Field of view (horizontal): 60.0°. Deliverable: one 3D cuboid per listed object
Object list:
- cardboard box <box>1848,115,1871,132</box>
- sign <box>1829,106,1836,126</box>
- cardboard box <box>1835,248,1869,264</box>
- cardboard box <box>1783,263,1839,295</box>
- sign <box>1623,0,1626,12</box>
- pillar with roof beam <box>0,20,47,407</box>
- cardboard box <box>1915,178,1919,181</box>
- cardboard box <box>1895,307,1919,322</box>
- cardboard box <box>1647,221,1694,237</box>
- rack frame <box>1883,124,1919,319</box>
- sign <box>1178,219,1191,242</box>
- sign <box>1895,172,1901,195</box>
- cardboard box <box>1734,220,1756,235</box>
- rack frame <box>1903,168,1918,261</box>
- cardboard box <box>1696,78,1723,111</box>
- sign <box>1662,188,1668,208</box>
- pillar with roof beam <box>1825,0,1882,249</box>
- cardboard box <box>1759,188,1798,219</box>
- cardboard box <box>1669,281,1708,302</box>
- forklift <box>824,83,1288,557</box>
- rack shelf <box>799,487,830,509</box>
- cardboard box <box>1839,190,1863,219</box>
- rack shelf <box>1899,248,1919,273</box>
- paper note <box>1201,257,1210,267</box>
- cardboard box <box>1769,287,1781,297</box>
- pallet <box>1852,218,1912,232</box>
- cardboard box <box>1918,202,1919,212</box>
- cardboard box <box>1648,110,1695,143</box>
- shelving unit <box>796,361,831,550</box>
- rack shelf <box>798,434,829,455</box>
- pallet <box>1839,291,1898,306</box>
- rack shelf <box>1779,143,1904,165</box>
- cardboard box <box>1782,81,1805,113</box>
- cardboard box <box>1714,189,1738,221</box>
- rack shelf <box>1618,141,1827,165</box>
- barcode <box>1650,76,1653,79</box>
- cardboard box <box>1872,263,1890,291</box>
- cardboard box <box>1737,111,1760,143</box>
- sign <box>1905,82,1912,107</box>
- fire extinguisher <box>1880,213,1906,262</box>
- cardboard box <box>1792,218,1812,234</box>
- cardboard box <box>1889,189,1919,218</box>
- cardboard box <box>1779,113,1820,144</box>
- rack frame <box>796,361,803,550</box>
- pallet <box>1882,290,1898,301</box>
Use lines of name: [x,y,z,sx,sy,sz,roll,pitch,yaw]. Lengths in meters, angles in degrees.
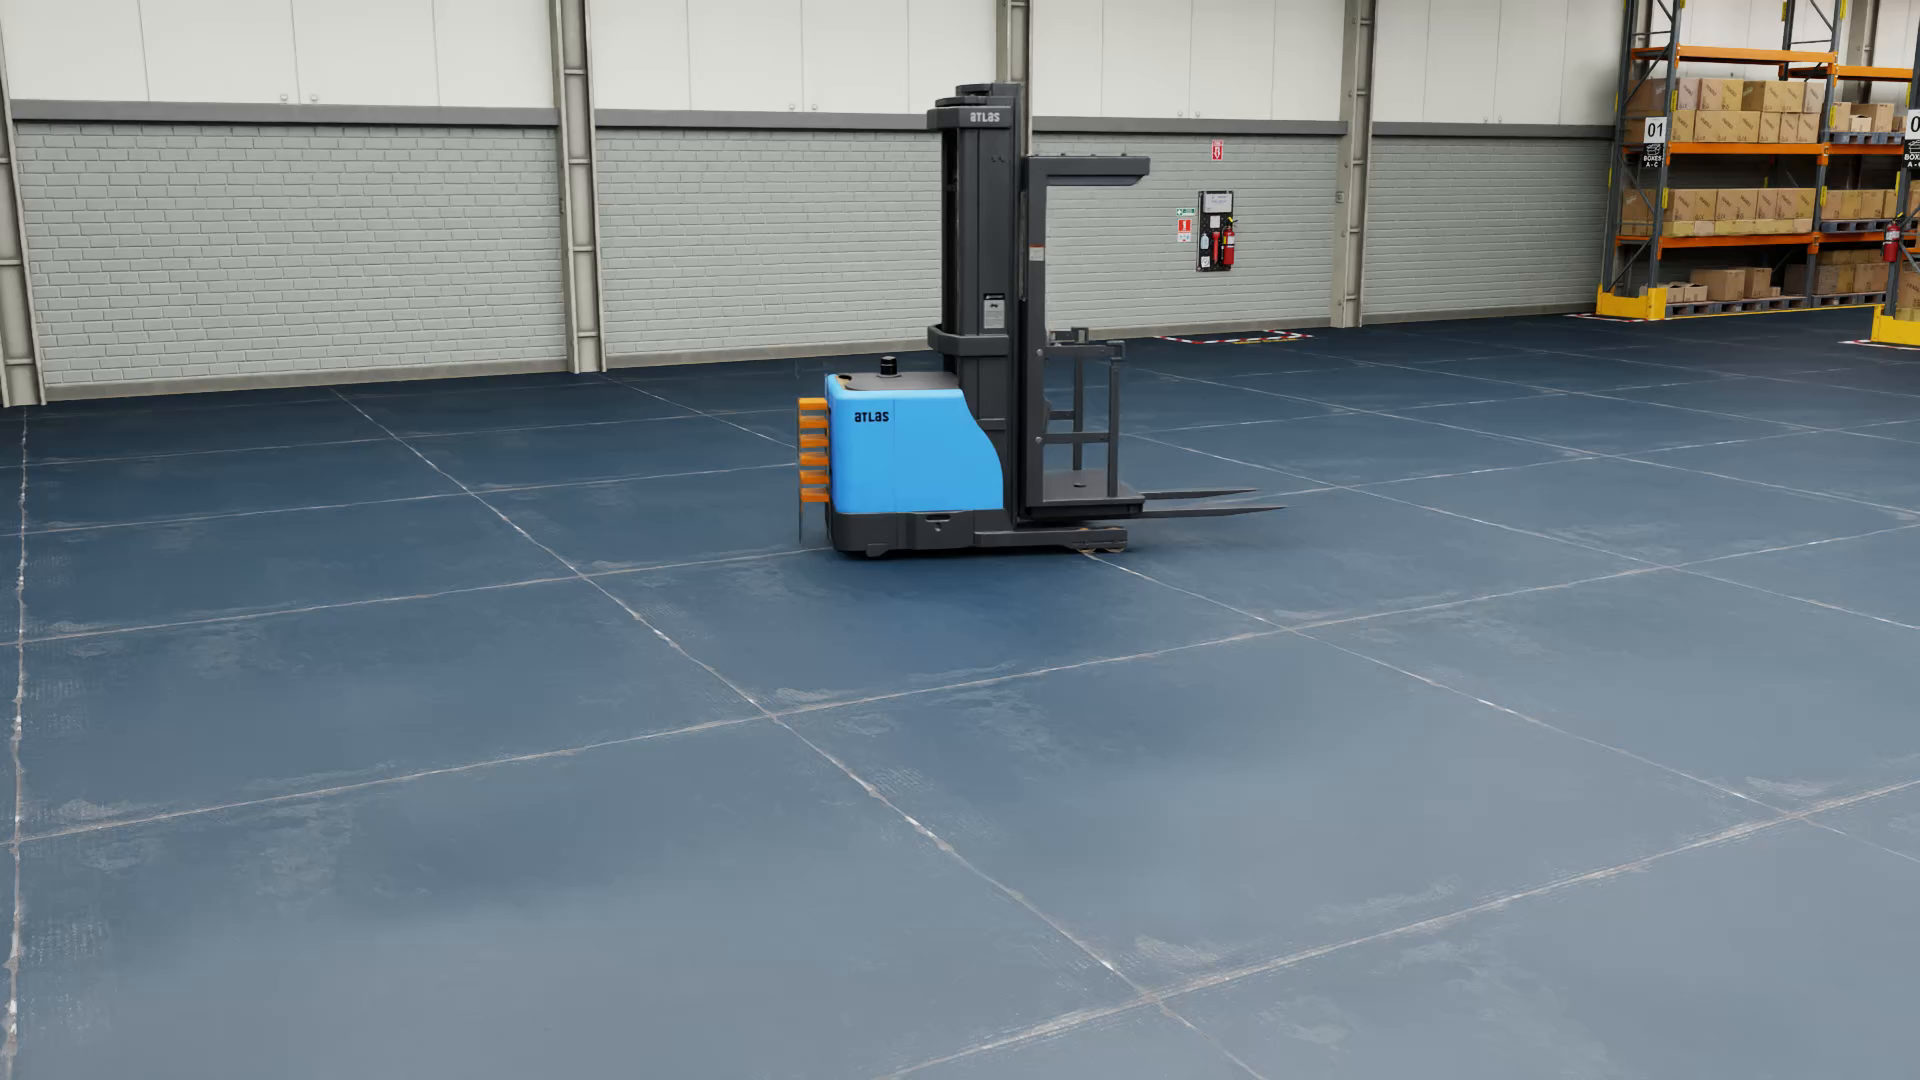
cardboard box: [15.629,-7.326,29.244,0.500,0.311,0.500,-6,14,-26]
sign: [14.837,-7.206,28.287,0.005,0.325,0.100,-7,14,-28]
cardboard box: [16.048,-5.138,30.092,0.500,0.250,0.500,-7,15,-29]
cardboard box: [15.208,-4.670,29.719,0.500,0.500,0.700,-6,14,-26]
sign: [10.811,-8.742,26.971,0.005,0.325,0.100,-7,14,-28]
pillar with roof beam: [-7.744,-4.986,12.768,0.400,9.000,9.100,-7,14,-28]
cardboard box: [18.355,-6.682,31.310,0.500,0.250,0.500,-6,14,-26]
cardboard box: [13.765,-3.196,23.784,0.500,0.250,0.500,-7,14,-28]
cardboard box: [11.640,-5.100,27.235,0.500,0.250,0.500,-7,15,-29]
rack frame: [13.436,-4.219,23.024,0.127,3.000,1.000,-7,14,-28]
sign: [3.271,-4.509,24.231,0.234,0.329,0.001,-7,14,-28]
sign: [13.188,-5.006,23.342,0.005,0.325,0.100,-7,14,-28]
cardboard box: [12.984,-5.263,27.957,0.500,0.250,0.500,-7,14,-27]
rack frame: [18.081,-6.015,31.004,0.127,3.000,1.000,-7,14,-28]
cardboard box: [11.978,-7.220,26.976,0.500,0.500,0.500,-7,14,-29]
sign: [11.320,-5.491,26.705,0.005,0.325,0.100,-7,14,-28]
pillar with roof beam: [18.589,-8.142,26.792,0.400,9.000,9.100,-7,14,-28]
cardboard box: [13.868,-5.734,28.342,0.500,0.500,0.500,-7,14,-28]
cardboard box: [12.210,-4.192,28.024,0.500,0.311,0.500,-6,14,-23]
forklift: [0.639,-1.453,10.888,3.031,2.935,1.130,-2,13,-9]
rack shelf: [-0.955,-0.273,10.886,0.180,0.103,0.258,-2,13,-9]
cardboard box: [15.527,-5.962,29.539,0.500,0.500,0.700,-5,14,-22]
rack shelf: [15.192,-4.078,24.038,4.000,0.370,1.077,-7,14,-28]
paper note: [3.617,-4.095,24.478,0.142,0.148,0.016,-7,14,-28]
cardboard box: [14.115,-4.364,29.121,0.250,0.166,0.380,-9,16,-35]
pallet: [16.363,-5.705,30.065,1.213,0.211,1.003,-7,14,-28]
cardboard box: [13.680,-4.661,23.284,0.250,0.149,0.380,-7,15,-29]
cardboard box: [11.473,-6.682,26.864,0.500,0.500,0.500,-6,14,-26]
shelving unit: [-0.955,-0.551,10.824,0.189,1.200,0.258,-2,13,-9]
rack shelf: [-0.955,-0.625,10.807,0.180,0.103,0.258,-2,13,-9]
pallet: [16.325,-4.445,30.380,1.213,0.211,1.003,-7,14,-28]
rack shelf: [16.326,-6.917,29.819,4.000,0.370,1.077,-7,14,-28]
cardboard box: [13.782,-7.439,27.949,0.500,0.500,0.500,-6,14,-25]
cardboard box: [12.518,-5.571,27.621,0.500,0.500,0.500,-7,15,-30]
rack shelf: [12.815,-6.496,27.949,4.000,0.370,1.077,-7,14,-28]
barcode: [11.443,-7.637,27.509,0.075,0.075,0.001,-7,14,-28]
cardboard box: [16.544,-4.835,30.451,0.500,0.500,0.700,-7,14,-28]
cardboard box: [12.875,-6.848,27.600,0.500,0.500,0.500,-6,14,-24]
sign: [13.188,-6.182,23.078,0.005,0.325,0.100,-7,14,-28]
fire extinguisher: [13.110,-4.258,23.375,0.183,0.674,0.296,-7,14,-28]
cardboard box: [14.300,-5.422,28.668,0.500,0.250,0.500,-7,14,-28]
cardboard box: [17.196,-6.163,30.432,0.500,0.500,0.700,-8,15,-33]
cardboard box: [14.243,-7.015,28.343,0.500,0.500,0.500,-6,14,-26]
rack frame: [-1.045,-0.548,10.810,0.006,1.200,0.240,-2,13,-9]
pallet: [17.395,-4.573,30.946,1.213,0.211,1.003,-7,14,-28]
